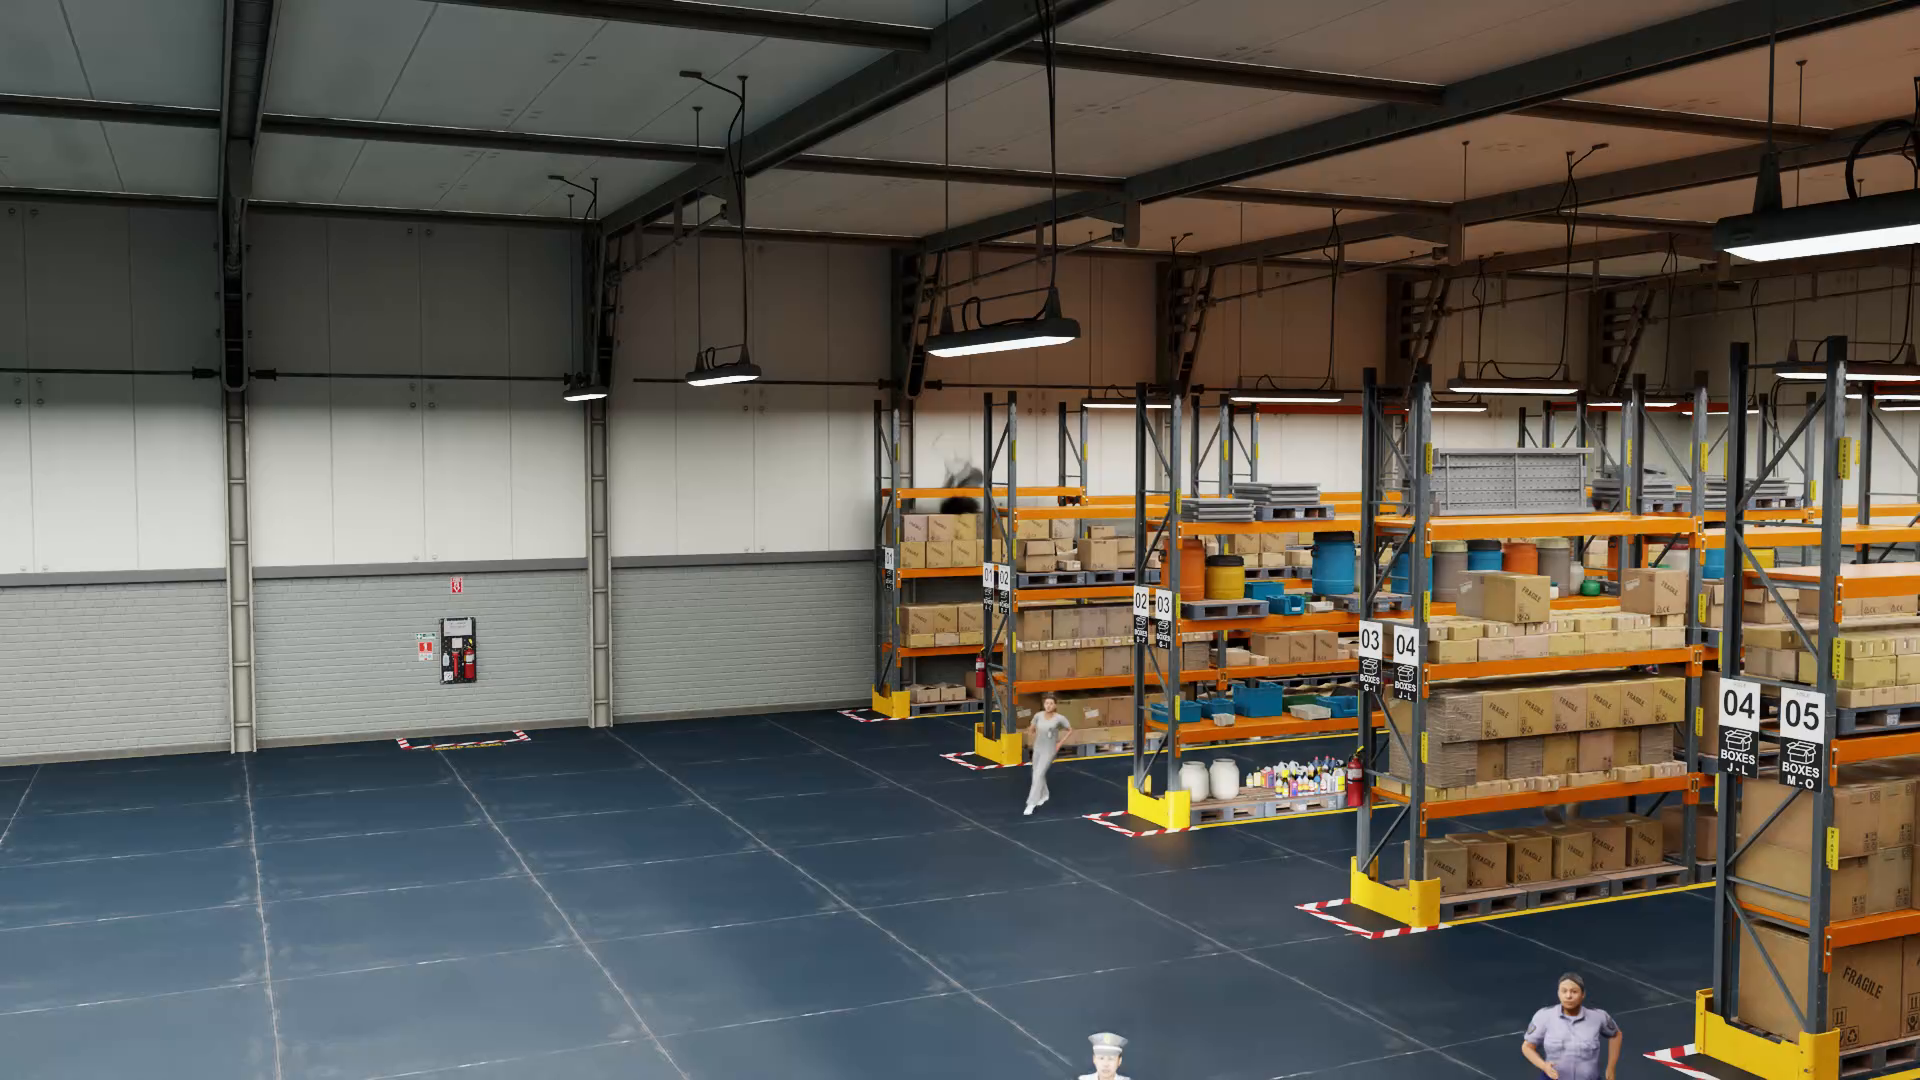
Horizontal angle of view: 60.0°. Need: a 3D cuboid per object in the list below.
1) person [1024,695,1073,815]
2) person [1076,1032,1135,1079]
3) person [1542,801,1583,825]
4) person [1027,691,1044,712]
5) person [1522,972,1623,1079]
[{"bbox_3d":[1.235,2.991,23.270,0.584,1.684,0.711,2,4,34],"label":"person"},{"bbox_3d":[0.871,3.751,9.982,0.622,1.654,0.718,1,3,10],"label":"person"},{"bbox_3d":[7.645,3.088,20.984,0.653,1.718,0.652,-2,4,-36],"label":"person"},{"bbox_3d":[1.301,2.618,29.149,0.971,1.689,0.676,-2,4,-28],"label":"person"},{"bbox_3d":[4.052,3.709,11.044,0.614,1.663,0.898,1,4,24],"label":"person"}]
